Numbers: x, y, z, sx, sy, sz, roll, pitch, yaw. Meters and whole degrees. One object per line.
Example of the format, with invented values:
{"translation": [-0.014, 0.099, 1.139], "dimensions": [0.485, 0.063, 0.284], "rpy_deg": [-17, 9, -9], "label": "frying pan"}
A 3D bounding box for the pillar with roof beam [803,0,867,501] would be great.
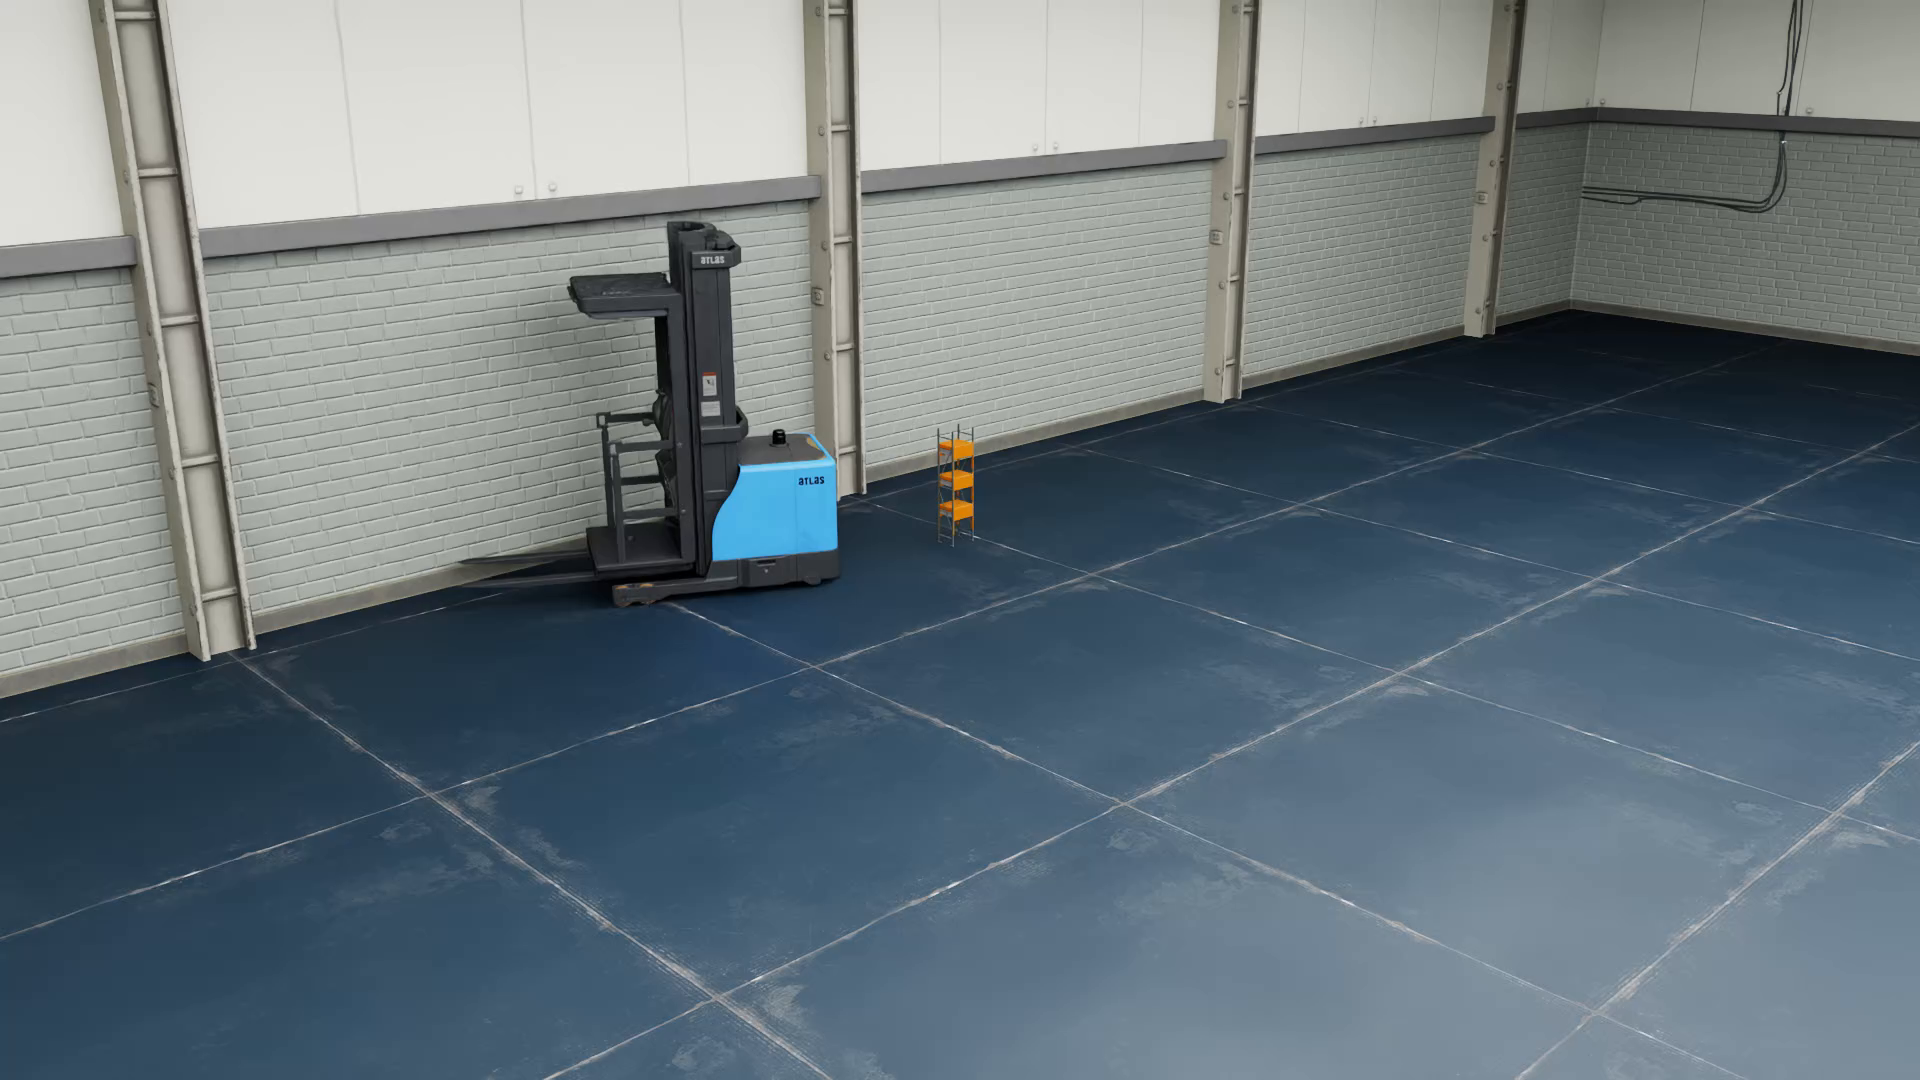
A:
{"translation": [1.790, -3.770, 12.021], "dimensions": [0.400, 9.000, 9.100], "rpy_deg": [-16, 24, -41], "label": "pillar with roof beam"}

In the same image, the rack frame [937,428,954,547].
{"translation": [-0.127, -0.462, 14.708], "dimensions": [0.008, 1.050, 0.200], "rpy_deg": [-16, 24, -41], "label": "rack frame"}

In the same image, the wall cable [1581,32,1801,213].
{"translation": [10.601, -6.128, 24.329], "dimensions": [0.112, 2.526, 3.097], "rpy_deg": [-16, 24, -41], "label": "wall cable"}

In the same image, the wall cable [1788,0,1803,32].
{"translation": [12.460, -7.924, 21.681], "dimensions": [0.112, 2.526, 3.097], "rpy_deg": [-16, 24, -41], "label": "wall cable"}

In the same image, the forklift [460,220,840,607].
{"translation": [-2.578, -1.041, 13.444], "dimensions": [3.031, 2.935, 1.130], "rpy_deg": [-5, 19, -16], "label": "forklift"}

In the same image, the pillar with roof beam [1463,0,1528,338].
{"translation": [10.510, -6.312, 19.863], "dimensions": [0.400, 9.000, 9.100], "rpy_deg": [-16, 24, -41], "label": "pillar with roof beam"}

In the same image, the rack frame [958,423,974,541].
{"translation": [0.050, -0.514, 14.868], "dimensions": [0.008, 1.050, 0.200], "rpy_deg": [-16, 24, -41], "label": "rack frame"}

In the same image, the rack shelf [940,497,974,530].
{"translation": [-0.039, -0.214, 14.877], "dimensions": [0.240, 0.259, 0.215], "rpy_deg": [-16, 24, -41], "label": "rack shelf"}

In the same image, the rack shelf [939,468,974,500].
{"translation": [-0.039, -0.478, 14.791], "dimensions": [0.240, 0.259, 0.215], "rpy_deg": [-16, 24, -41], "label": "rack shelf"}

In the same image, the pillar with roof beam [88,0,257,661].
{"translation": [-2.569, -2.498, 8.100], "dimensions": [0.400, 9.000, 9.100], "rpy_deg": [-16, 24, -41], "label": "pillar with roof beam"}

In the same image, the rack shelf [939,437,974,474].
{"translation": [-0.039, -0.748, 14.704], "dimensions": [0.240, 0.259, 0.215], "rpy_deg": [-16, 24, -41], "label": "rack shelf"}

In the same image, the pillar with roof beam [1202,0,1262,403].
{"translation": [6.150, -5.041, 15.942], "dimensions": [0.400, 9.000, 9.100], "rpy_deg": [-16, 24, -41], "label": "pillar with roof beam"}

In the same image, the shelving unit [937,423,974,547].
{"translation": [-0.039, -0.488, 14.788], "dimensions": [0.252, 1.050, 0.215], "rpy_deg": [-16, 24, -41], "label": "shelving unit"}
